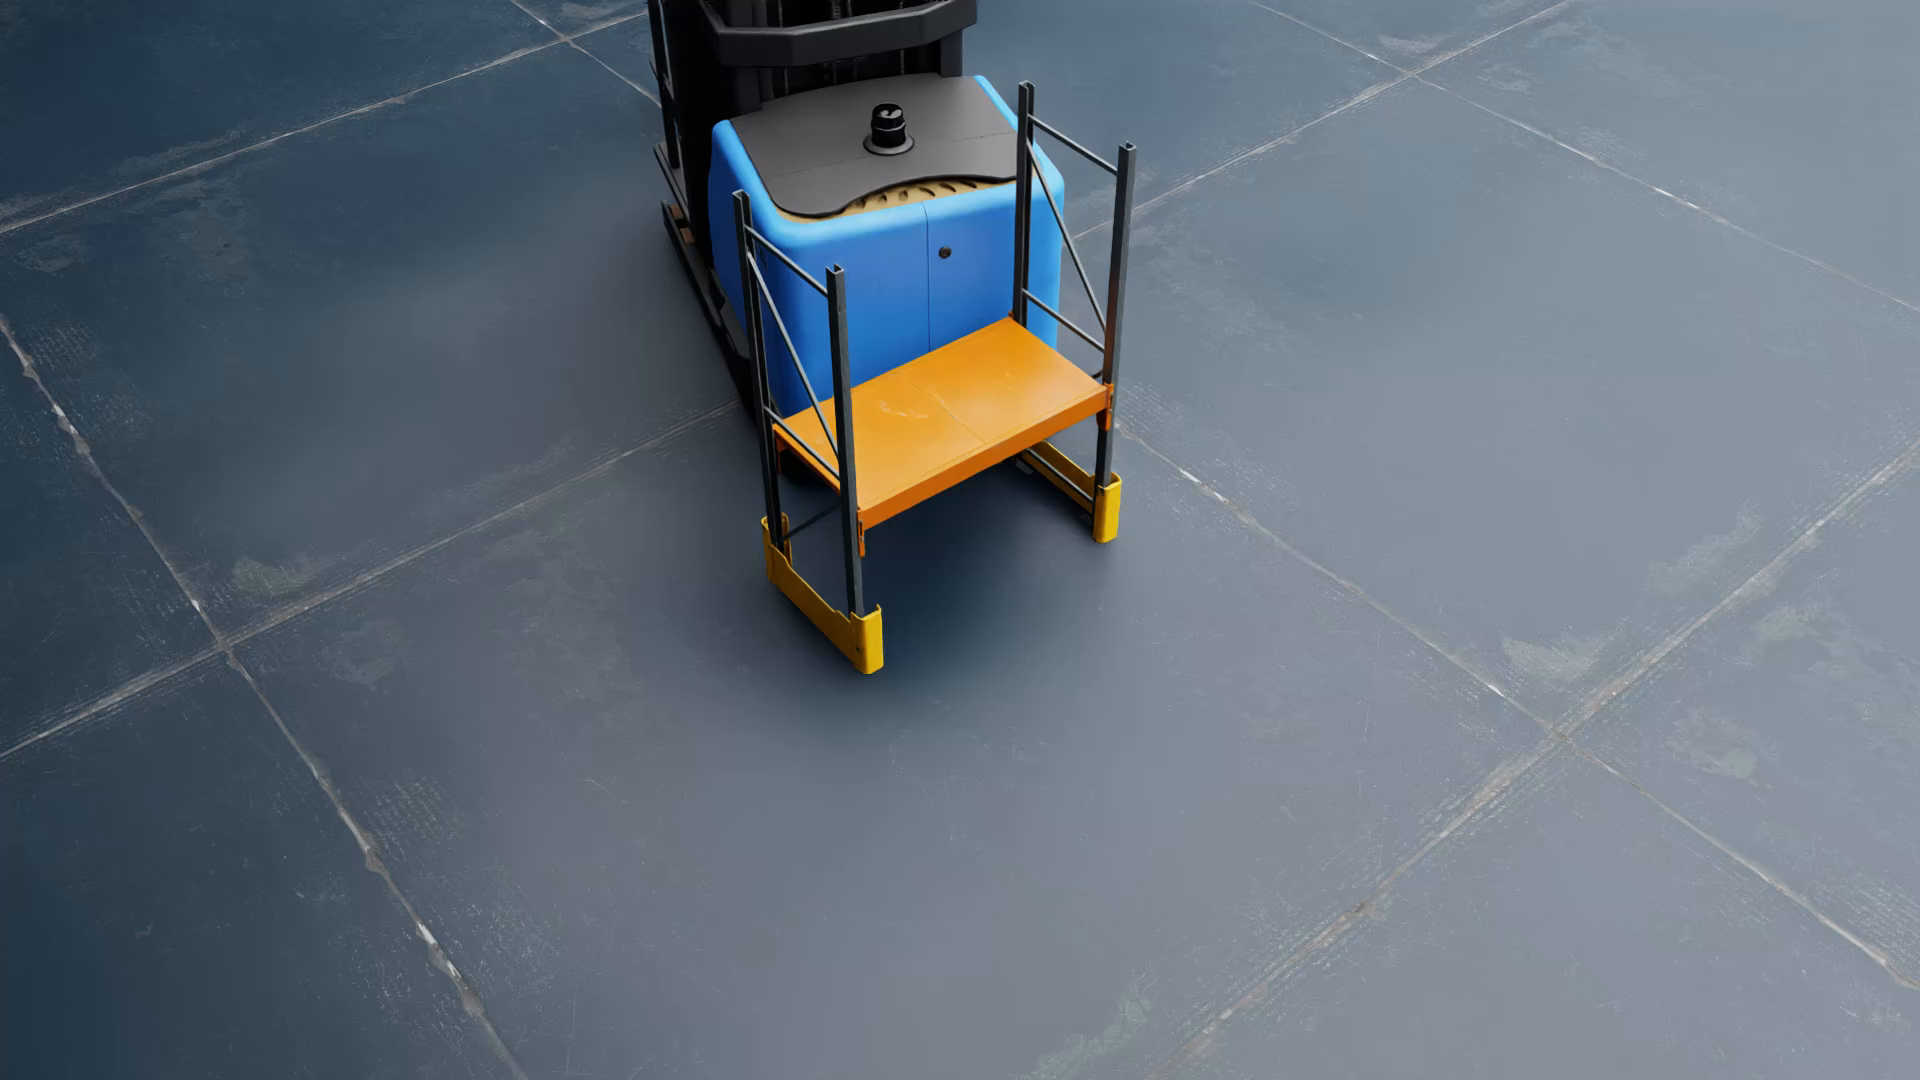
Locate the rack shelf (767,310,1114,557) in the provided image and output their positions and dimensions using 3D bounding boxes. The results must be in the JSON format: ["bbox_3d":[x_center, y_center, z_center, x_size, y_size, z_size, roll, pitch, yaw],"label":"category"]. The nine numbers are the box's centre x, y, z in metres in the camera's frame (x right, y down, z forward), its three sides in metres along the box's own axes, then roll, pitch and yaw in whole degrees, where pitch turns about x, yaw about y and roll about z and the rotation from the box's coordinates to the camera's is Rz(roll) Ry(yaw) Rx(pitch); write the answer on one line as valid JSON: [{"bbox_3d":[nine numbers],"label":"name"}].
[{"bbox_3d":[-0.061,-0.362,5.302,1.000,0.185,0.538,-28,50,-26],"label":"rack shelf"}]

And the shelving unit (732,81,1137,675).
[{"bbox_3d":[-0.054,-0.496,5.183,1.083,1.500,0.587,-28,50,-26],"label":"shelving unit"}]

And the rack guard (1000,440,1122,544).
[{"bbox_3d":[0.341,-0.249,5.833,0.087,0.250,0.587,-28,50,-26],"label":"rack guard"}]

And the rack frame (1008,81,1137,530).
[{"bbox_3d":[0.342,-0.705,5.405,0.032,1.500,0.500,-28,50,-26],"label":"rack frame"}]

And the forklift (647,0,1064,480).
[{"bbox_3d":[-0.623,-2.301,6.059,1.130,2.935,3.031,-14,45,-15],"label":"forklift"}]

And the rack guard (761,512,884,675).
[{"bbox_3d":[-0.448,0.167,5.389,0.087,0.250,0.587,-28,50,-26],"label":"rack guard"}]

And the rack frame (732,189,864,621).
[{"bbox_3d":[-0.463,-0.280,4.953,0.032,1.500,0.500,-28,50,-26],"label":"rack frame"}]
